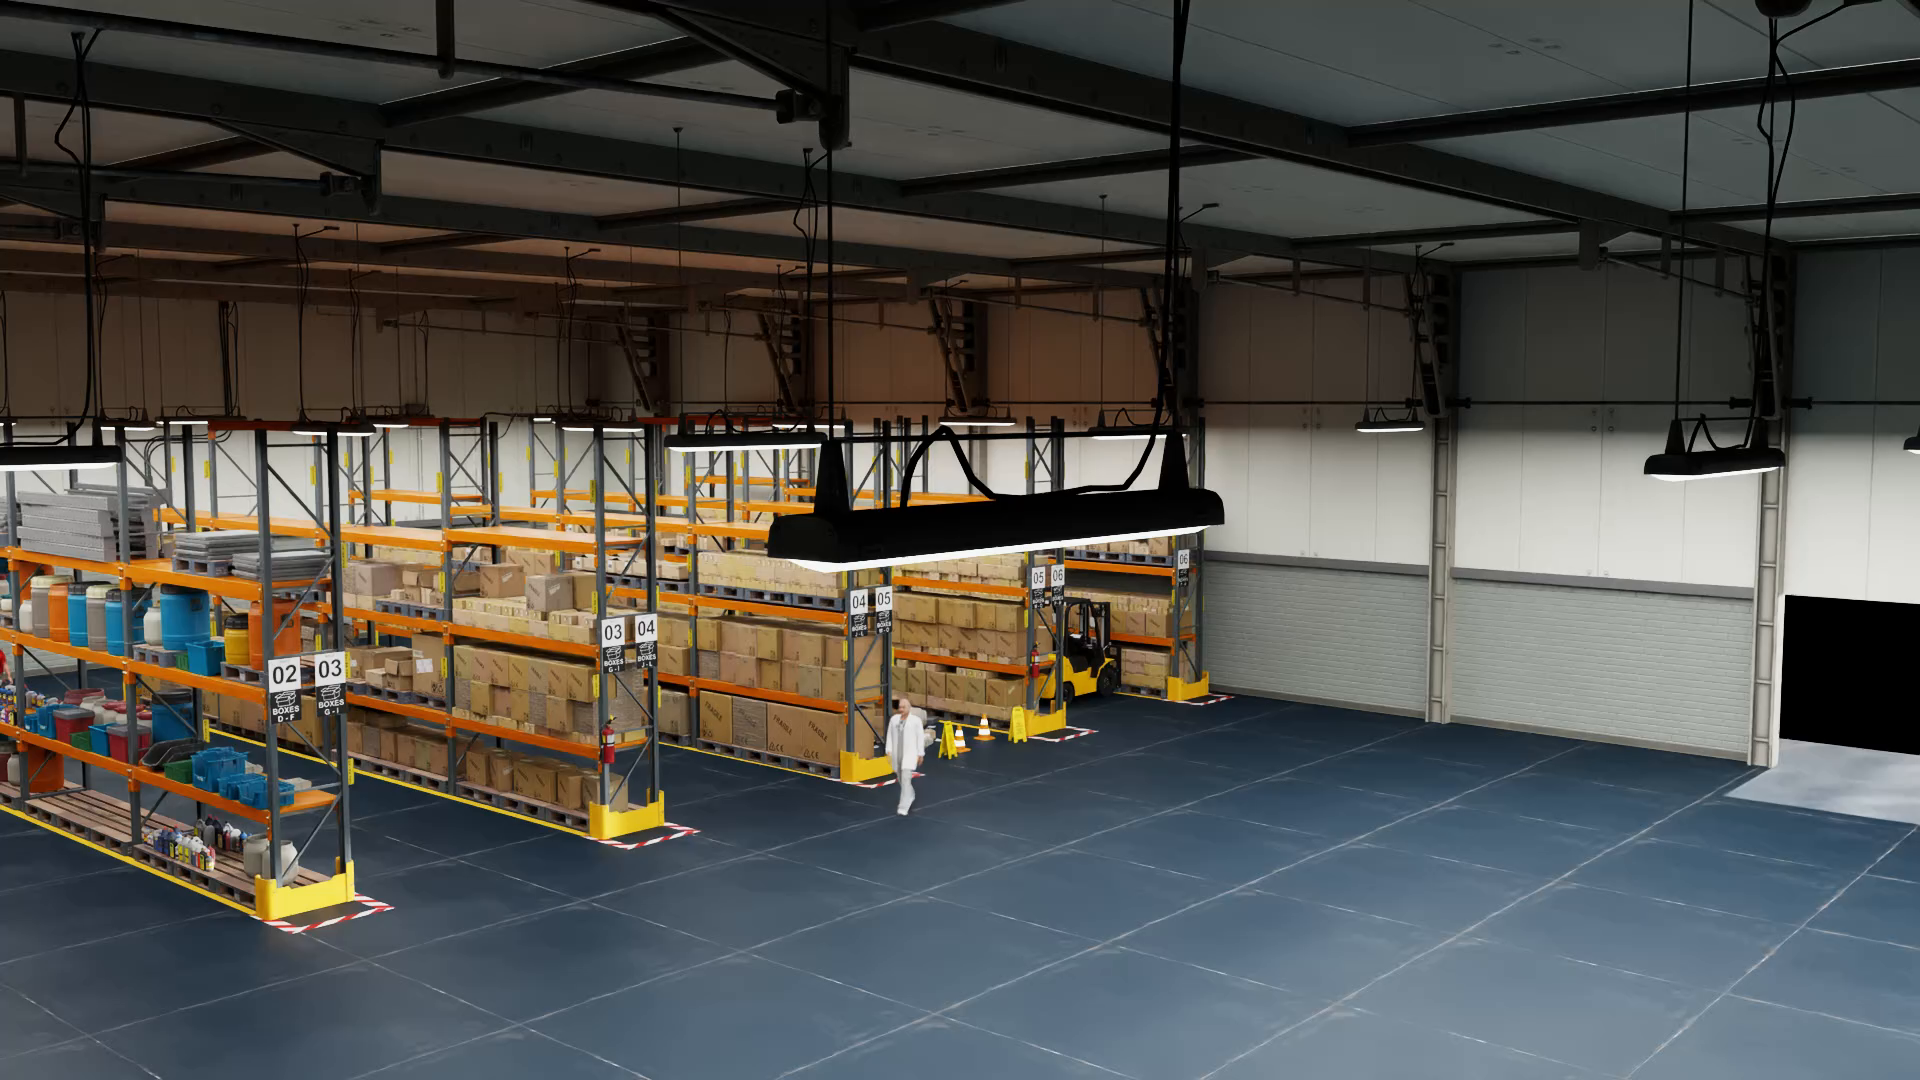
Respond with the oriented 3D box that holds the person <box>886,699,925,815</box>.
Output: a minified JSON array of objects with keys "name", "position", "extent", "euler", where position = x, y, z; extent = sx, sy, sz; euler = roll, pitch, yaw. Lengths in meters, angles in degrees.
[{"name":"person","position":[-0.875,3.328,25.718],"extent":[0.570,1.745,1.006],"euler":[3,5,28]}]

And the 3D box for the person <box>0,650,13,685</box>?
[{"name":"person","position":[-19.083,2.754,32.810],"extent":[1.074,1.659,0.654],"euler":[4,6,41]}]
